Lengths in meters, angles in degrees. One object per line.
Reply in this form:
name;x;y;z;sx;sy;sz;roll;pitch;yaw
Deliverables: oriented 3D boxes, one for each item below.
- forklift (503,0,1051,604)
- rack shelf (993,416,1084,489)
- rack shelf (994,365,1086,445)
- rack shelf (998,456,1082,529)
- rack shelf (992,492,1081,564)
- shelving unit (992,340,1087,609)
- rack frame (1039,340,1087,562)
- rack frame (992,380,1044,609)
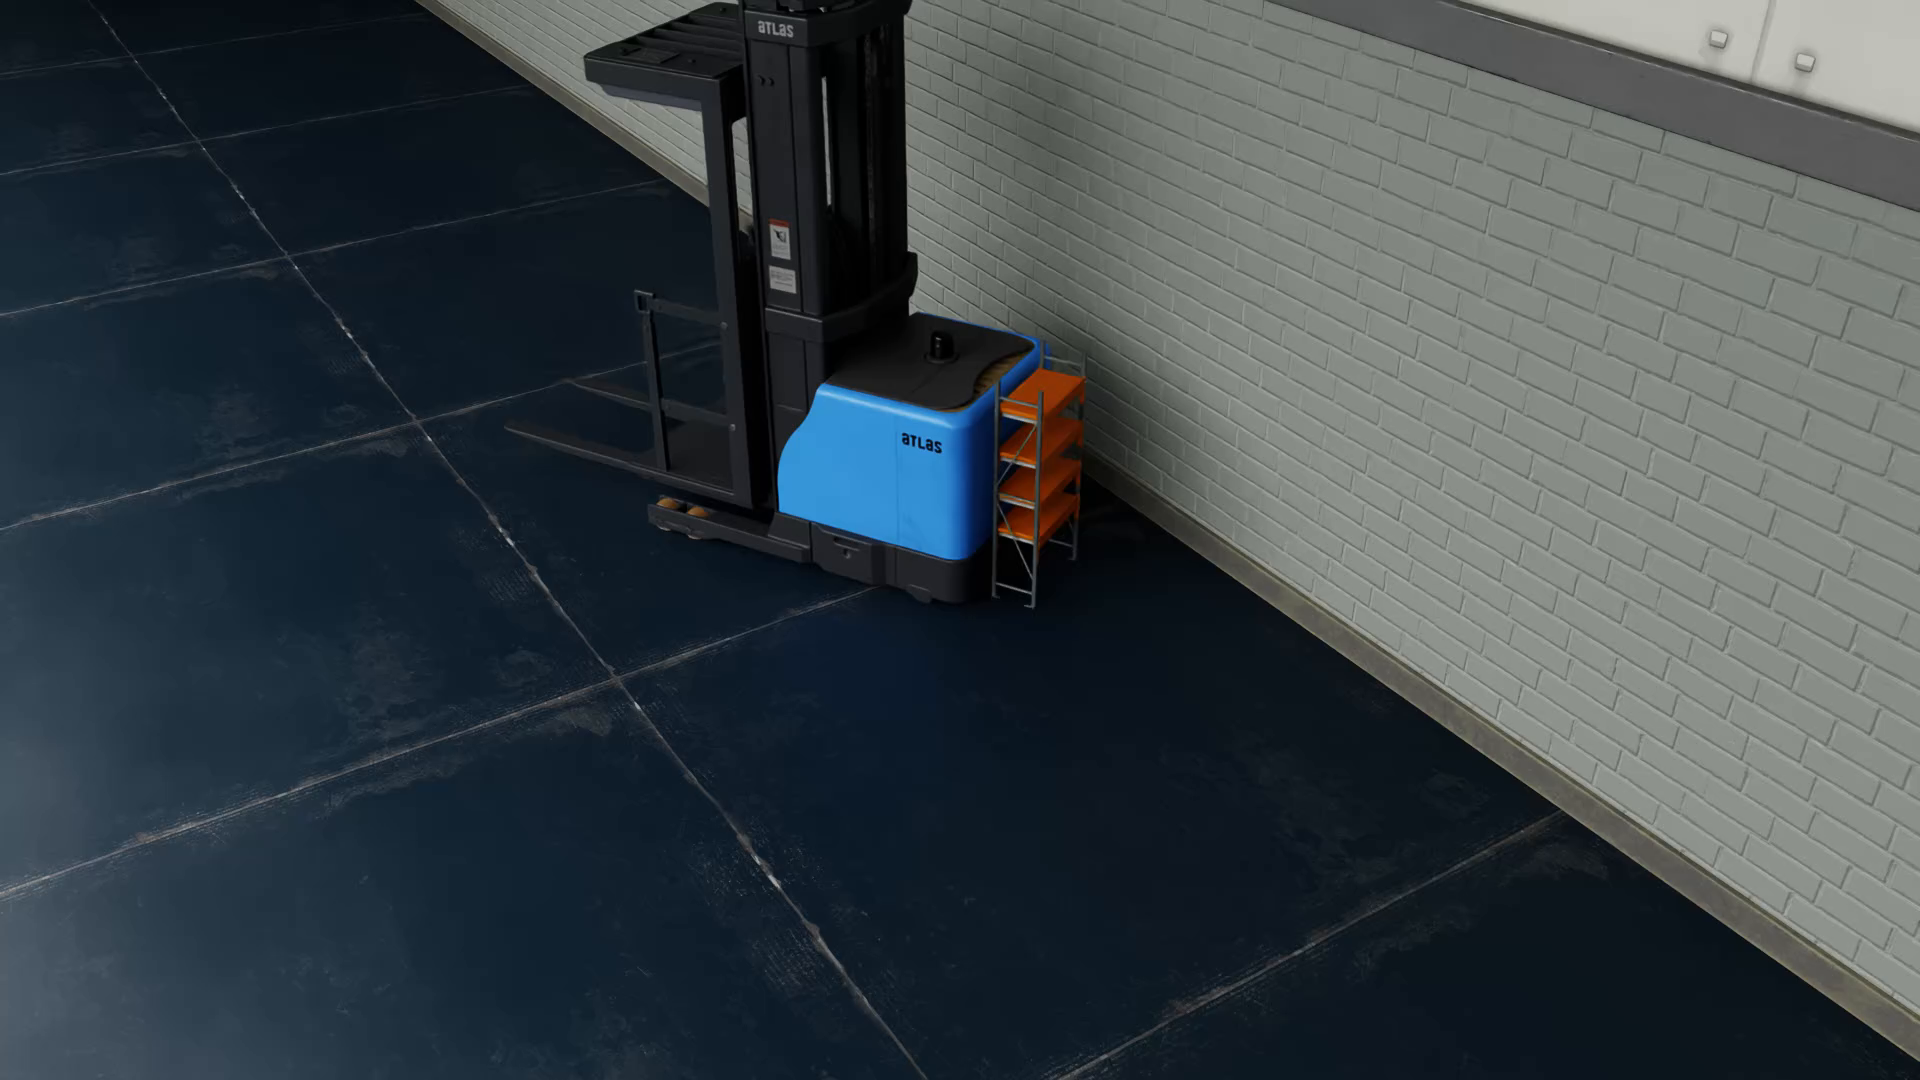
forklift;-1.076;-1.473;8.338;3.031;2.935;1.130;16;35;23
rack shelf;0.383;-0.446;8.038;0.258;0.148;0.480;16;36;23
rack shelf;0.384;-0.646;7.912;0.258;0.148;0.480;16;36;23
rack shelf;0.383;-0.257;8.158;0.258;0.148;0.480;16;36;23
rack shelf;0.382;-0.089;8.264;0.258;0.148;0.480;16;36;23
shelving unit;0.383;-0.314;8.122;0.258;1.200;0.503;16;36;23
rack frame;0.496;-0.429;8.305;0.240;1.200;0.015;16;36;23
rack frame;0.269;-0.199;7.939;0.240;1.200;0.015;16;36;23
